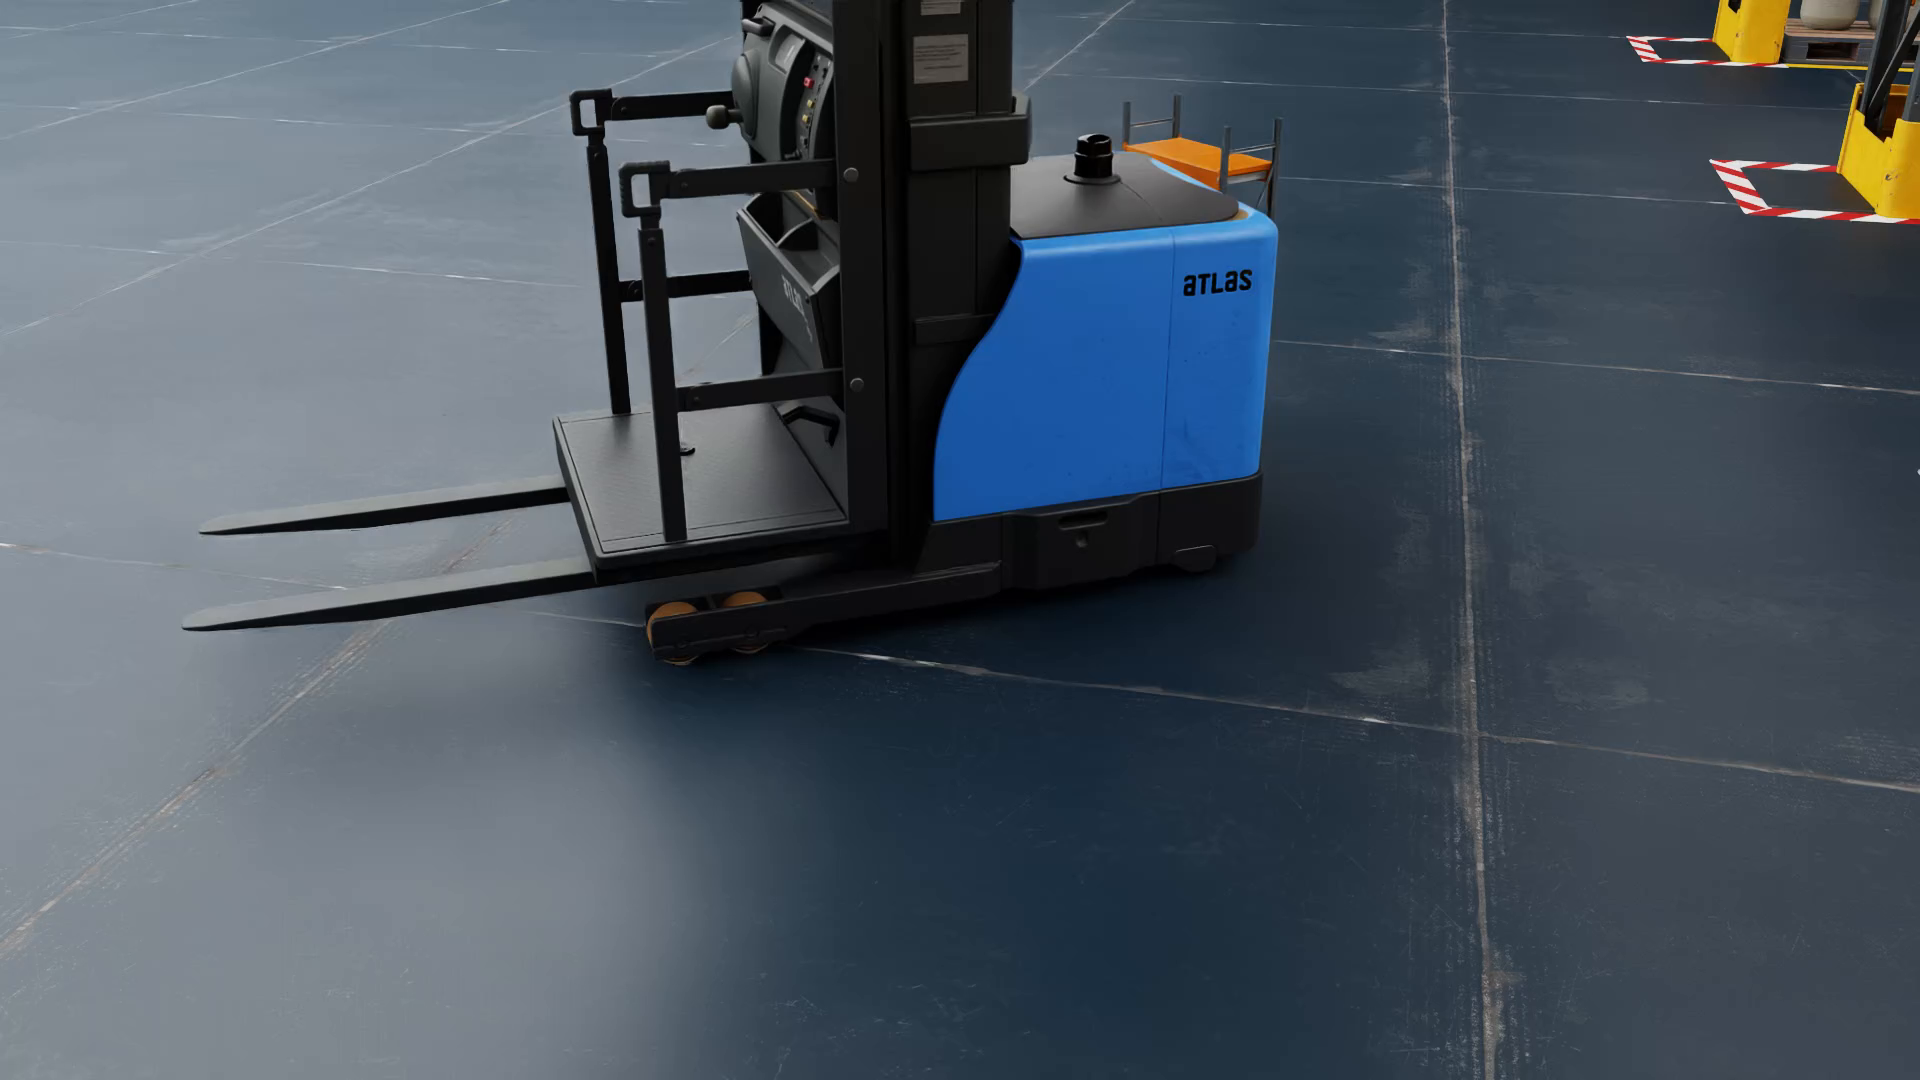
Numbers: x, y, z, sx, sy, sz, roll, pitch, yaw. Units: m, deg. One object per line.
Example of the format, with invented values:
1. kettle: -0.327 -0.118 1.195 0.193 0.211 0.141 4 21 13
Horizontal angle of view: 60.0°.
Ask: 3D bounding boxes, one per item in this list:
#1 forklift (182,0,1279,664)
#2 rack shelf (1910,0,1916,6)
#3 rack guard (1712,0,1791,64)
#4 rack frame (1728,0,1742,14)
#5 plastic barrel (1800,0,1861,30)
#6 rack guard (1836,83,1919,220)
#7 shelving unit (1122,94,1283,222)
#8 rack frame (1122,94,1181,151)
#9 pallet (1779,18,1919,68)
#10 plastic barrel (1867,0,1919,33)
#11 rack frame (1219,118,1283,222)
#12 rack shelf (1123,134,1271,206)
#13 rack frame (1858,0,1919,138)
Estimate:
1. forklift: -0.664 -1.239 4.443 3.031 2.935 1.130 -8 27 -17
2. rack shelf: 7.081 -2.768 8.411 4.000 0.370 1.077 6 26 13
3. rack guard: 6.463 -4.252 13.598 0.348 0.500 1.175 6 26 13
4. rack frame: 6.377 -5.369 13.037 0.127 3.000 1.000 6 26 13
5. plastic barrel: 7.034 -4.396 13.400 0.421 0.512 0.421 0 25 0
6. rack guard: 5.217 -2.170 9.226 0.348 0.500 1.175 6 26 13
7. shelving unit: 0.782 -0.852 5.645 0.258 1.200 0.503 -16 30 -30
8. rack frame: 0.646 -0.939 5.827 0.240 1.200 0.015 -16 30 -30
9. pallet: 7.248 -4.032 13.473 1.213 0.211 1.003 6 26 13
10. plastic barrel: 7.519 -4.343 13.288 0.421 0.512 0.421 0 25 0
11. rack frame: 0.918 -0.765 5.462 0.240 1.200 0.015 -16 30 -30
12. rack shelf: 0.782 -1.207 5.476 0.258 0.148 0.480 -16 30 -30
13. rack frame: 5.144 -3.307 8.706 0.127 3.000 1.000 6 26 13
